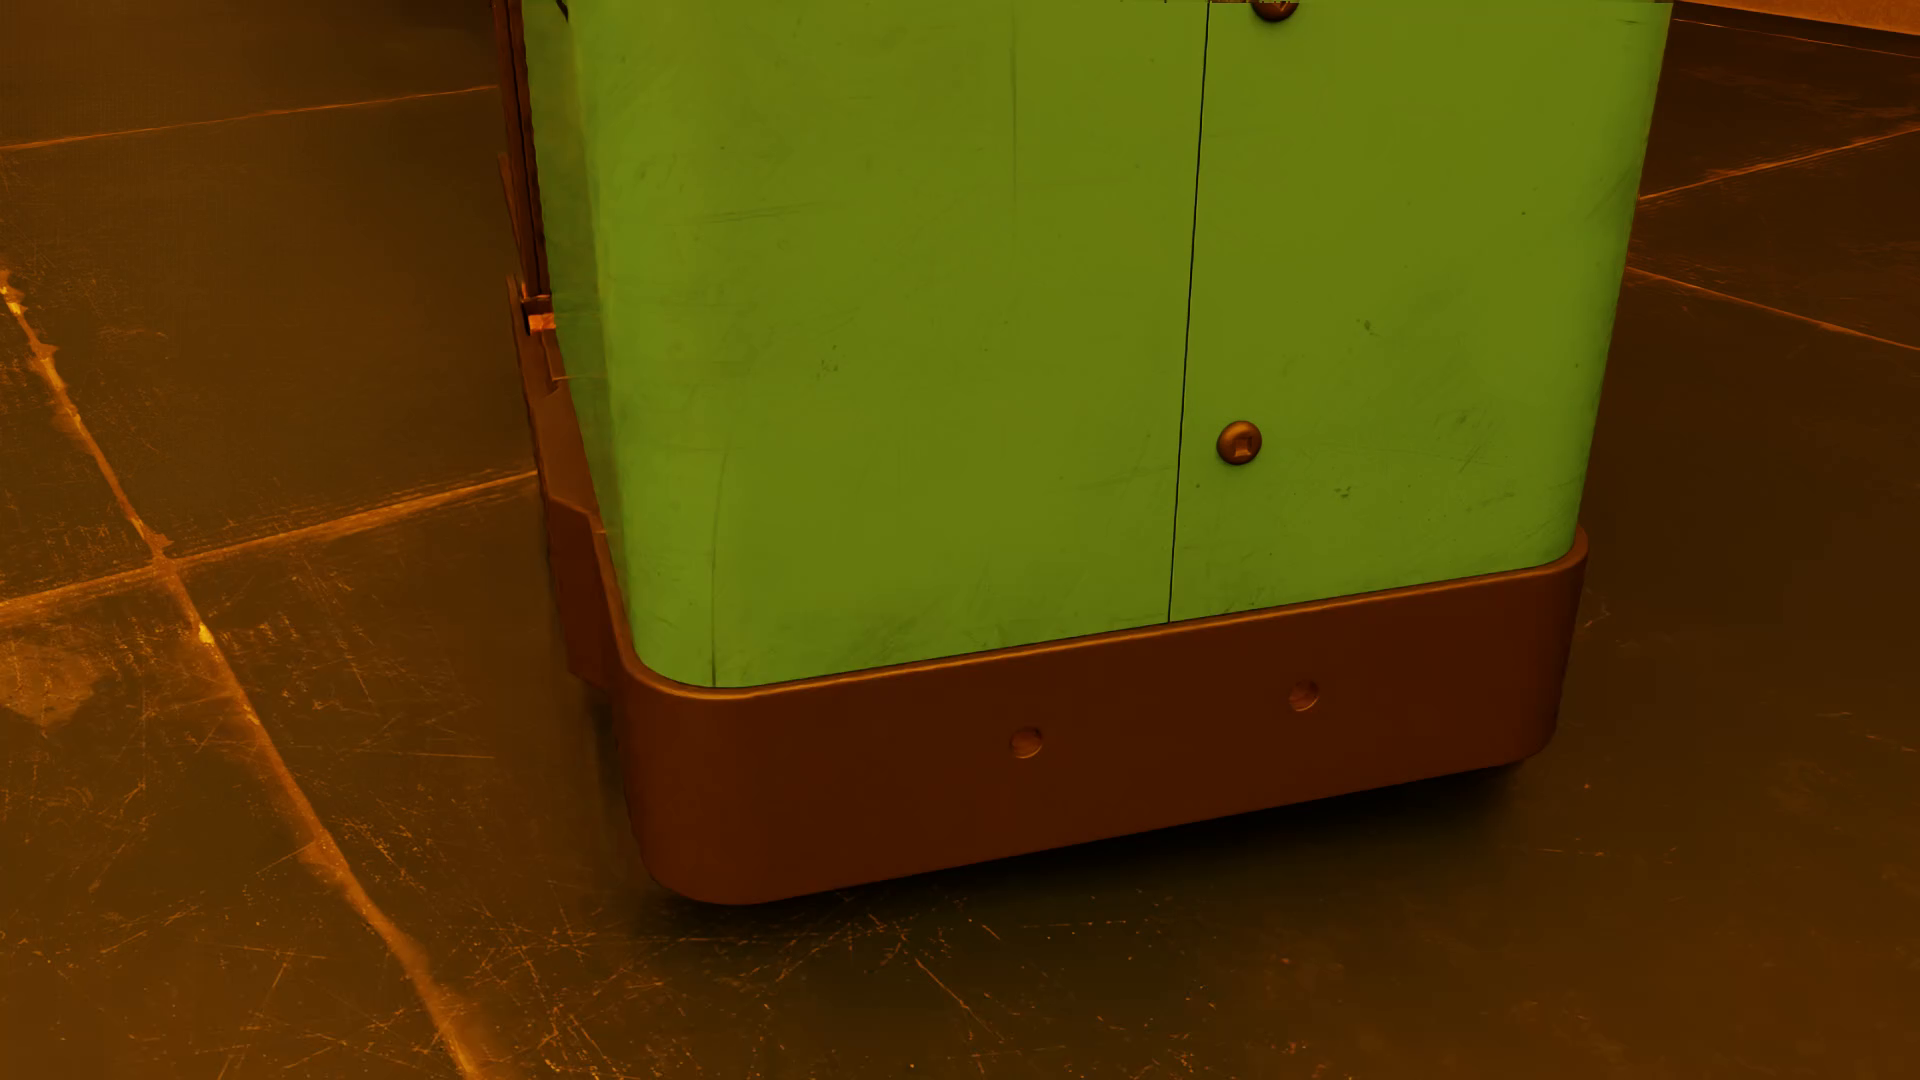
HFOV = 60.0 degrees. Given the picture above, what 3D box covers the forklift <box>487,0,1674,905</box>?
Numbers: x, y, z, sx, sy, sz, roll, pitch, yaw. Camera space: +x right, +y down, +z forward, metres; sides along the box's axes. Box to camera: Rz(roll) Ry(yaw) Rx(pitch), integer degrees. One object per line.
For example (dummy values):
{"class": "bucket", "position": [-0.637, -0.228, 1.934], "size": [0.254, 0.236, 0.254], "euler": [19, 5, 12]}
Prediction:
{"class": "forklift", "position": [-0.226, -1.594, 2.408], "size": [1.130, 2.935, 3.031], "euler": [-8, 28, -15]}
